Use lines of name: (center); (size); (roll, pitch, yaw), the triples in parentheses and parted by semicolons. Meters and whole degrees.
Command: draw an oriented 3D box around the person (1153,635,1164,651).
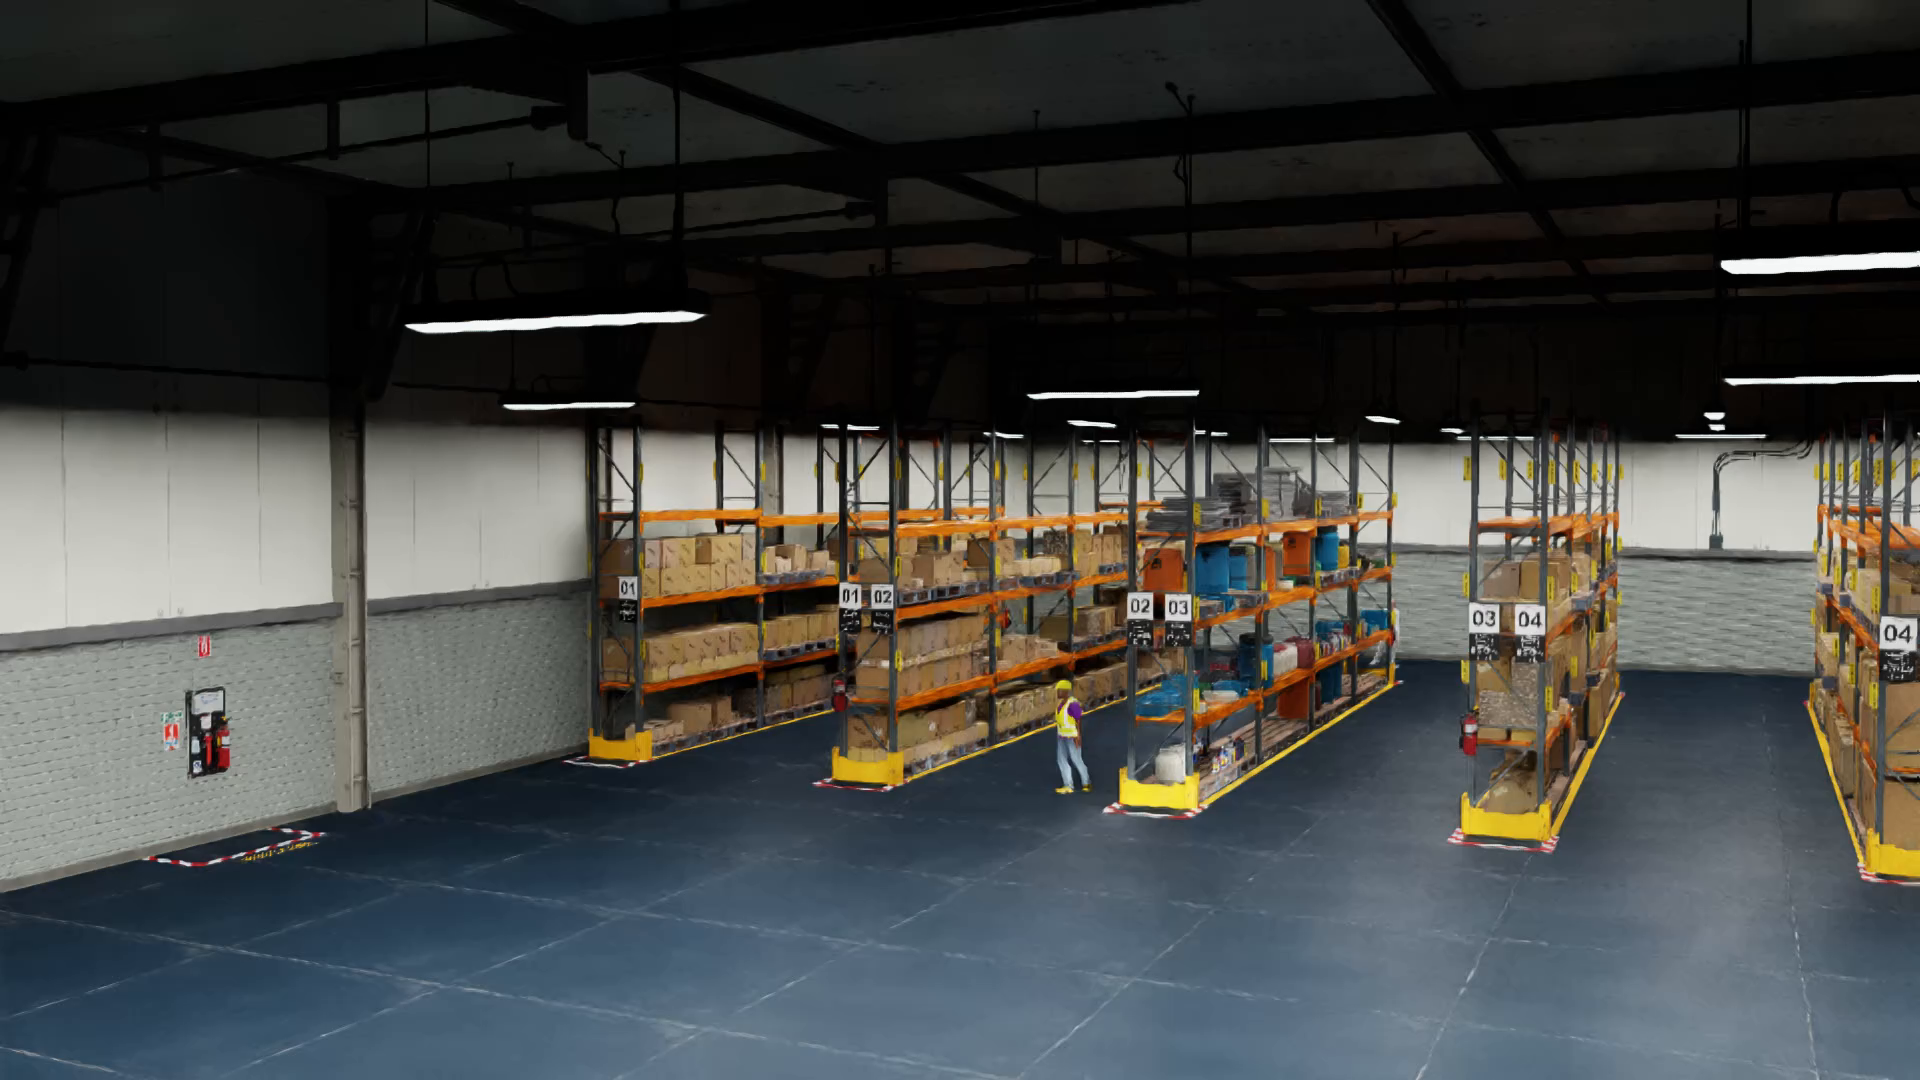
person: (5.008, 2.400, 42.768); (0.627, 1.667, 0.422); (-2, 3, -40)

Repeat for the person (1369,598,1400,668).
person: (10.882, 2.424, 42.524); (0.784, 1.665, 0.533); (-1, 2, -17)

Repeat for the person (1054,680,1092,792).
person: (1.757, 3.062, 25.968); (0.569, 1.751, 0.604); (-1, 3, -29)
